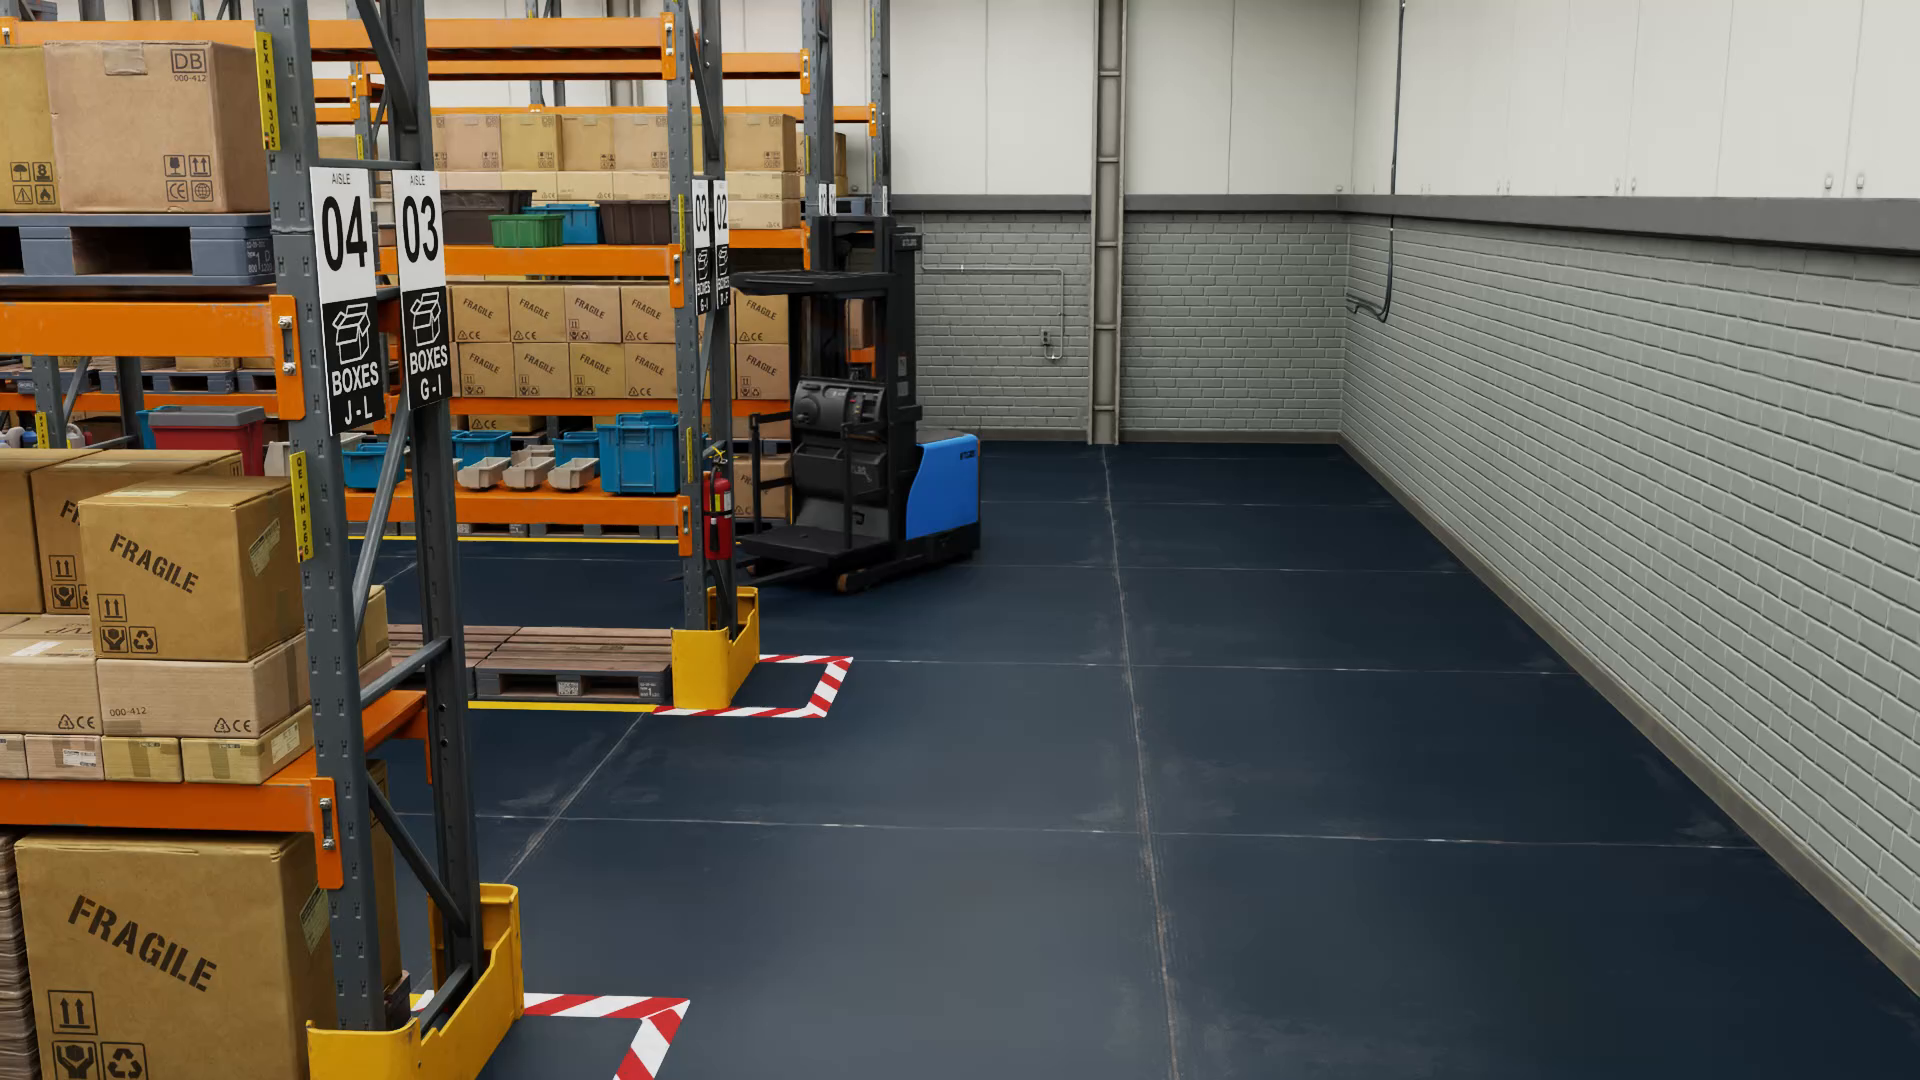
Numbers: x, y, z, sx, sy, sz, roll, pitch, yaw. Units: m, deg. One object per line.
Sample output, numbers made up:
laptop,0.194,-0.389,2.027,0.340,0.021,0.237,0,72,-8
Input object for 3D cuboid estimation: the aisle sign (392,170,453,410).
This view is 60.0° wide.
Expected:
aisle sign,-1.834,-0.861,5.690,0.004,0.787,0.394,1,12,4

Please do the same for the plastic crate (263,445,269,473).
plastic crate,-4.451,-0.529,10.978,0.590,0.125,0.437,1,12,4

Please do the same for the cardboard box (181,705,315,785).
cardboard box,-2.303,0.657,5.395,0.250,0.149,0.380,1,12,5

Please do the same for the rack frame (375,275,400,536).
rack frame,-5.251,-1.607,15.604,0.127,3.000,1.000,1,12,4

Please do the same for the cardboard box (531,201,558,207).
cardboard box,-3.785,-2.929,14.968,0.500,0.250,0.500,1,12,4

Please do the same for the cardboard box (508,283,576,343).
cardboard box,-3.772,-2.067,15.119,0.500,0.500,0.500,0,12,2

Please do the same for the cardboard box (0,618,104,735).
cardboard box,-2.933,0.440,5.459,0.500,0.250,0.500,1,12,3

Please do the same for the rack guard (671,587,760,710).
rack guard,-1.570,0.681,10.772,0.348,0.500,1.175,1,12,4

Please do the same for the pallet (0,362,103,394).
pallet,-8.562,-1.572,15.910,1.003,0.211,1.213,1,12,4

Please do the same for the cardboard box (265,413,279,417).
cardboard box,-8.190,-1.790,20.705,0.750,0.750,0.750,1,12,3

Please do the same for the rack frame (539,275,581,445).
rack frame,-4.924,-2.619,20.442,0.127,3.000,1.000,1,12,4

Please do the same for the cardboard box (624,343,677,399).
cardboard box,-2.741,-1.566,15.164,0.500,0.500,0.500,1,12,4

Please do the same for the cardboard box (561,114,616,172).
cardboard box,-3.266,-3.597,15.108,0.500,0.500,0.700,1,12,4

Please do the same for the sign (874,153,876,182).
sign,-0.983,-4.316,19.262,0.005,0.325,0.100,1,12,4

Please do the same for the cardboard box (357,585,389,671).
cardboard box,-2.387,0.338,5.948,0.500,0.250,0.500,0,12,2

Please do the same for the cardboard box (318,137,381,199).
cardboard box,-5.749,-3.400,15.339,0.600,0.600,0.600,0,12,-2

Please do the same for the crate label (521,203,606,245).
crate label,-2.494,-2.014,10.589,0.502,0.251,0.408,1,12,4

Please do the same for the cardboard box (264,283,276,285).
cardboard box,-8.451,-3.185,20.301,0.500,0.250,0.500,1,12,5

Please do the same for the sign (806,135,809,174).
sign,-1.317,-3.340,14.404,0.005,0.325,0.100,1,12,4

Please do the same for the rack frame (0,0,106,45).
rack frame,-5.586,-3.531,10.153,0.127,3.000,1.000,1,12,4

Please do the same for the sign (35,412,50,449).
sign,-5.625,-0.618,10.201,0.005,0.325,0.100,1,12,4

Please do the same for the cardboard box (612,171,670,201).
cardboard box,-2.788,-3.161,14.853,0.500,0.250,0.500,1,12,4

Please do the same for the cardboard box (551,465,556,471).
cardboard box,-3.916,-0.546,16.025,0.500,0.311,0.500,1,12,4

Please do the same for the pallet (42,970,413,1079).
pallet,-2.729,1.842,5.929,1.213,0.211,1.003,1,12,4

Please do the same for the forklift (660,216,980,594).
forklift,-1.119,-1.119,13.440,1.130,2.935,3.031,9,15,36

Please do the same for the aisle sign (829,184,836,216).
aisle sign,-1.173,-2.883,15.359,0.004,0.787,0.394,1,12,4

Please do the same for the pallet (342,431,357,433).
pallet,-8.134,-1.282,20.864,1.213,0.211,1.003,1,12,4

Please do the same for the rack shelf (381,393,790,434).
rack shelf,-3.256,-1.227,15.547,4.000,0.370,1.077,1,12,4

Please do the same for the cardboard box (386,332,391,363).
cardboard box,-5.709,-1.913,15.800,0.500,0.500,0.700,-3,12,-15

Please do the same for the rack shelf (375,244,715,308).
rack shelf,-3.591,-1.683,10.403,4.000,0.370,1.077,1,12,4

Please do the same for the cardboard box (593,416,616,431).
cardboard box,-4.185,-1.569,20.506,0.500,0.500,0.700,1,12,4

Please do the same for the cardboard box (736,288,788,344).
cardboard box,-1.723,-2.040,14.991,0.500,0.500,0.500,1,12,3

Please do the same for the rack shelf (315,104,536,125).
rack shelf,-6.920,-5.035,20.074,4.000,0.370,1.077,1,12,4

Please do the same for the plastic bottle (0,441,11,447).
plastic bottle,-6.377,-0.561,11.090,0.097,0.201,0.097,0,12,0

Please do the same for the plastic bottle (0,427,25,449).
plastic bottle,-6.388,-0.623,11.206,0.135,0.276,0.152,1,12,4

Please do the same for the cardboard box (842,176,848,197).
cardboard box,-1.645,-4.273,20.123,0.500,0.250,0.500,1,12,7

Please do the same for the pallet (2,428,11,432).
pallet,-12.129,-1.353,21.202,1.213,0.211,1.003,1,12,4

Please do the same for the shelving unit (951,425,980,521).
shelving unit,0.053,-0.513,15.139,0.252,1.050,0.215,1,12,4

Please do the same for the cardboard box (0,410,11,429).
cardboard box,-12.171,-1.713,21.145,0.500,0.500,0.700,1,12,6

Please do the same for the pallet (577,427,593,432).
pallet,-4.171,-1.227,20.602,1.213,0.211,1.003,1,12,4

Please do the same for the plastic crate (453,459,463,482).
plastic crate,-3.285,-0.420,10.431,0.250,0.136,0.298,1,12,4

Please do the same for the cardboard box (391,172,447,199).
cardboard box,-4.783,-3.189,14.987,0.500,0.250,0.500,1,12,4

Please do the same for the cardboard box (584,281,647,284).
cardboard box,-3.213,-2.170,15.613,0.500,0.500,0.500,1,12,3

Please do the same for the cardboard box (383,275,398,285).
cardboard box,-6.934,-3.167,20.212,0.500,0.250,0.500,1,12,3

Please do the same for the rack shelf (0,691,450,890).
rack shelf,-3.922,0.797,5.873,4.000,0.370,1.077,1,12,4

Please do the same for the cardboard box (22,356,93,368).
cardboard box,-8.607,-1.930,15.881,0.500,0.500,0.700,-3,12,-15

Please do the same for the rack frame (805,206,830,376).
rack frame,-1.260,-1.552,15.343,0.127,3.000,1.000,1,12,4

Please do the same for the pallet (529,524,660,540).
pallet,-3.346,-0.216,15.767,1.213,0.211,1.003,1,12,4

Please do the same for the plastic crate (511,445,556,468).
plastic crate,-2.811,-0.541,11.010,0.298,0.136,0.250,1,12,4

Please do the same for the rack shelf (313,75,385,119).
rack shelf,-7.247,-4.022,15.235,4.000,0.370,1.077,1,12,4

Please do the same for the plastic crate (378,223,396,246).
plastic crate,-3.673,-1.857,10.118,0.530,0.136,0.437,1,12,4

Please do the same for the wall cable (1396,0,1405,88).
wall cable,4.506,-5.749,16.006,0.112,2.526,3.097,1,12,4

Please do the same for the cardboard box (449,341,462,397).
cardboard box,-4.761,-1.593,15.295,0.500,0.500,0.500,1,12,5

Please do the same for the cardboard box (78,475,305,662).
cardboard box,-2.430,0.080,5.351,0.500,0.500,0.500,1,12,4
